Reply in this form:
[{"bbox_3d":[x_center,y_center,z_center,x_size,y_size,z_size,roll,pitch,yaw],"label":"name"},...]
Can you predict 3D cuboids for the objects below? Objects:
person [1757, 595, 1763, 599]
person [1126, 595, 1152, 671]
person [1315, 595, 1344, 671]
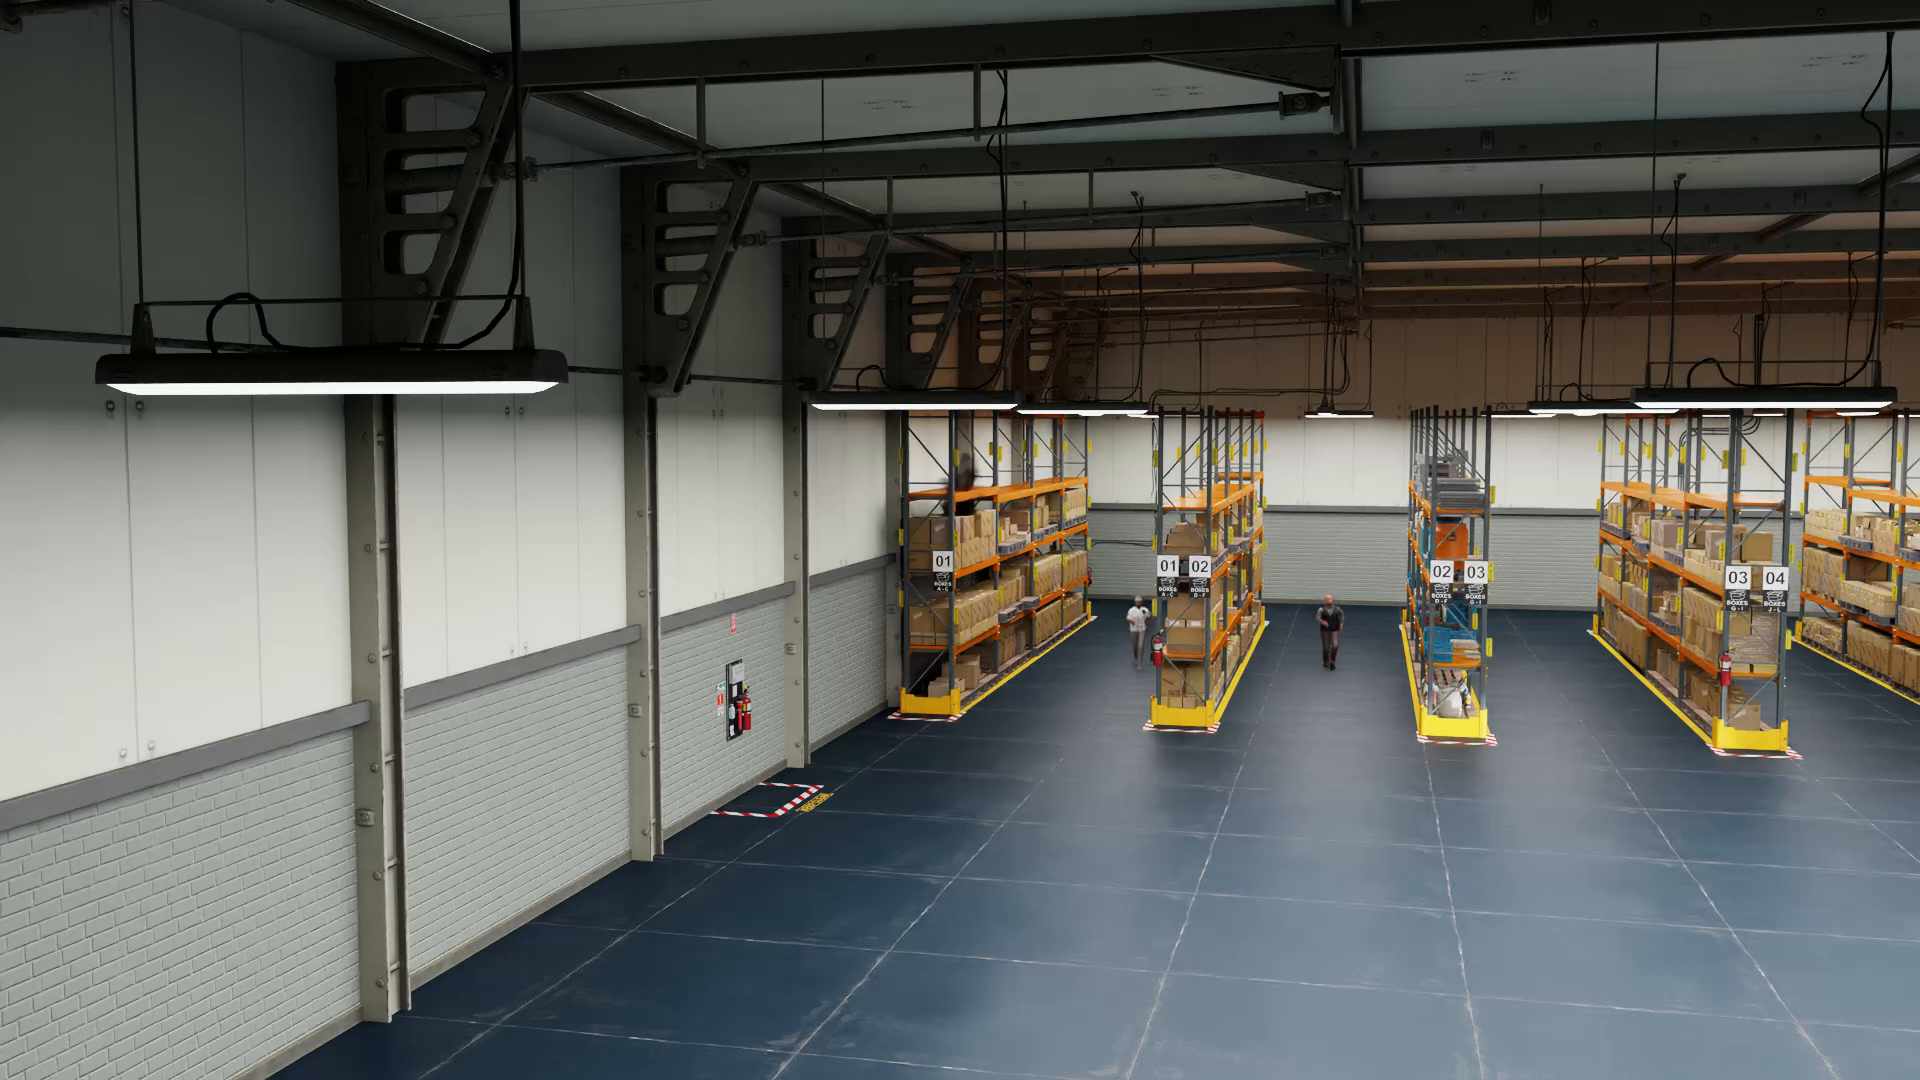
[{"bbox_3d":[21.725,1.797,44.558,0.768,1.453,0.864,-2,4,-22],"label":"person"},{"bbox_3d":[4.104,2.109,38.245,0.586,1.685,0.891,1,4,9],"label":"person"},{"bbox_3d":[8.505,2.139,38.254,0.661,1.745,0.707,1,4,10],"label":"person"}]
